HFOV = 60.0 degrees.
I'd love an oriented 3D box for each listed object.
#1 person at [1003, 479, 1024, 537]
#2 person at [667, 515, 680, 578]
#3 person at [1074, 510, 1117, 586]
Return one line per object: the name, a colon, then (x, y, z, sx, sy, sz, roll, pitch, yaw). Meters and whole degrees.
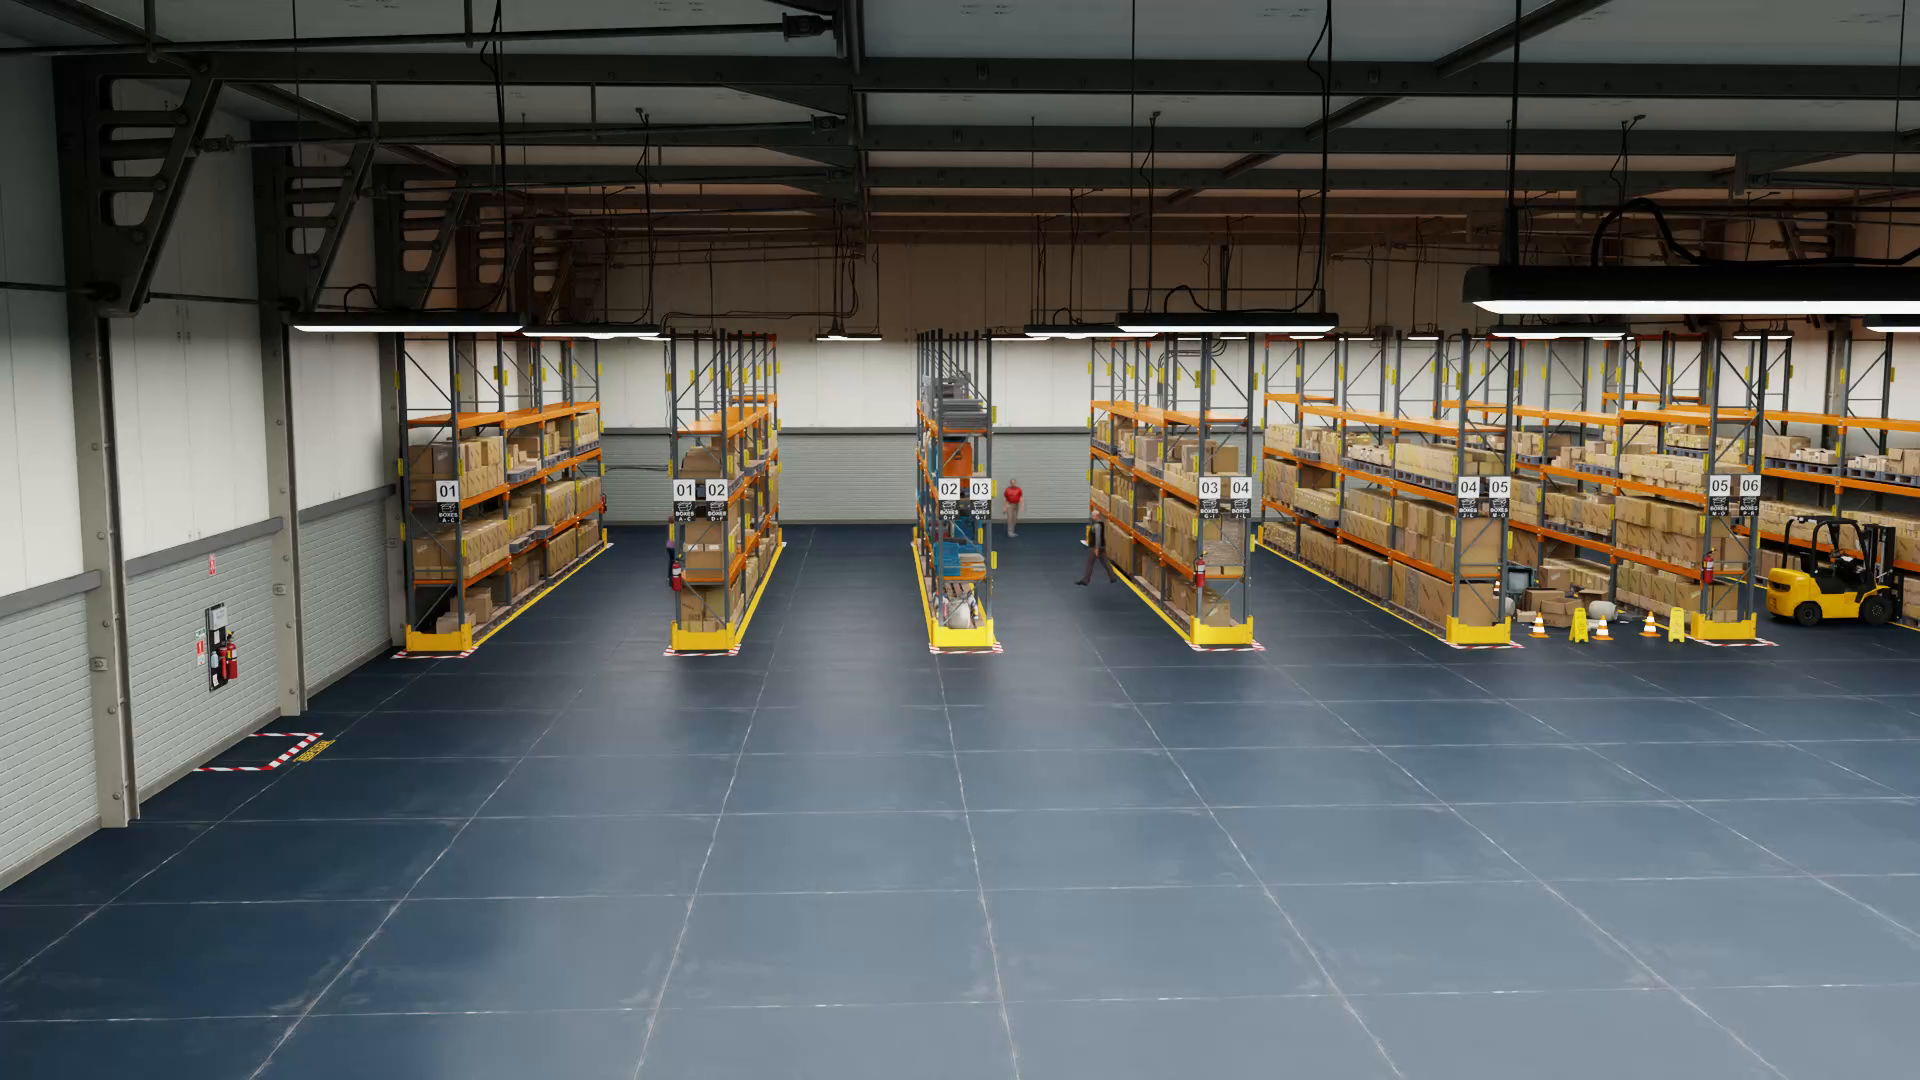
person: (1.596, -0.965, 49.499, 0.551, 1.732, 0.501, -4, 8, -32)
person: (-6.884, 0.190, 40.134, 0.366, 1.599, 0.476, -2, 7, -16)
person: (3.154, 0.148, 37.498, 0.733, 1.650, 0.658, 2, 7, 19)
